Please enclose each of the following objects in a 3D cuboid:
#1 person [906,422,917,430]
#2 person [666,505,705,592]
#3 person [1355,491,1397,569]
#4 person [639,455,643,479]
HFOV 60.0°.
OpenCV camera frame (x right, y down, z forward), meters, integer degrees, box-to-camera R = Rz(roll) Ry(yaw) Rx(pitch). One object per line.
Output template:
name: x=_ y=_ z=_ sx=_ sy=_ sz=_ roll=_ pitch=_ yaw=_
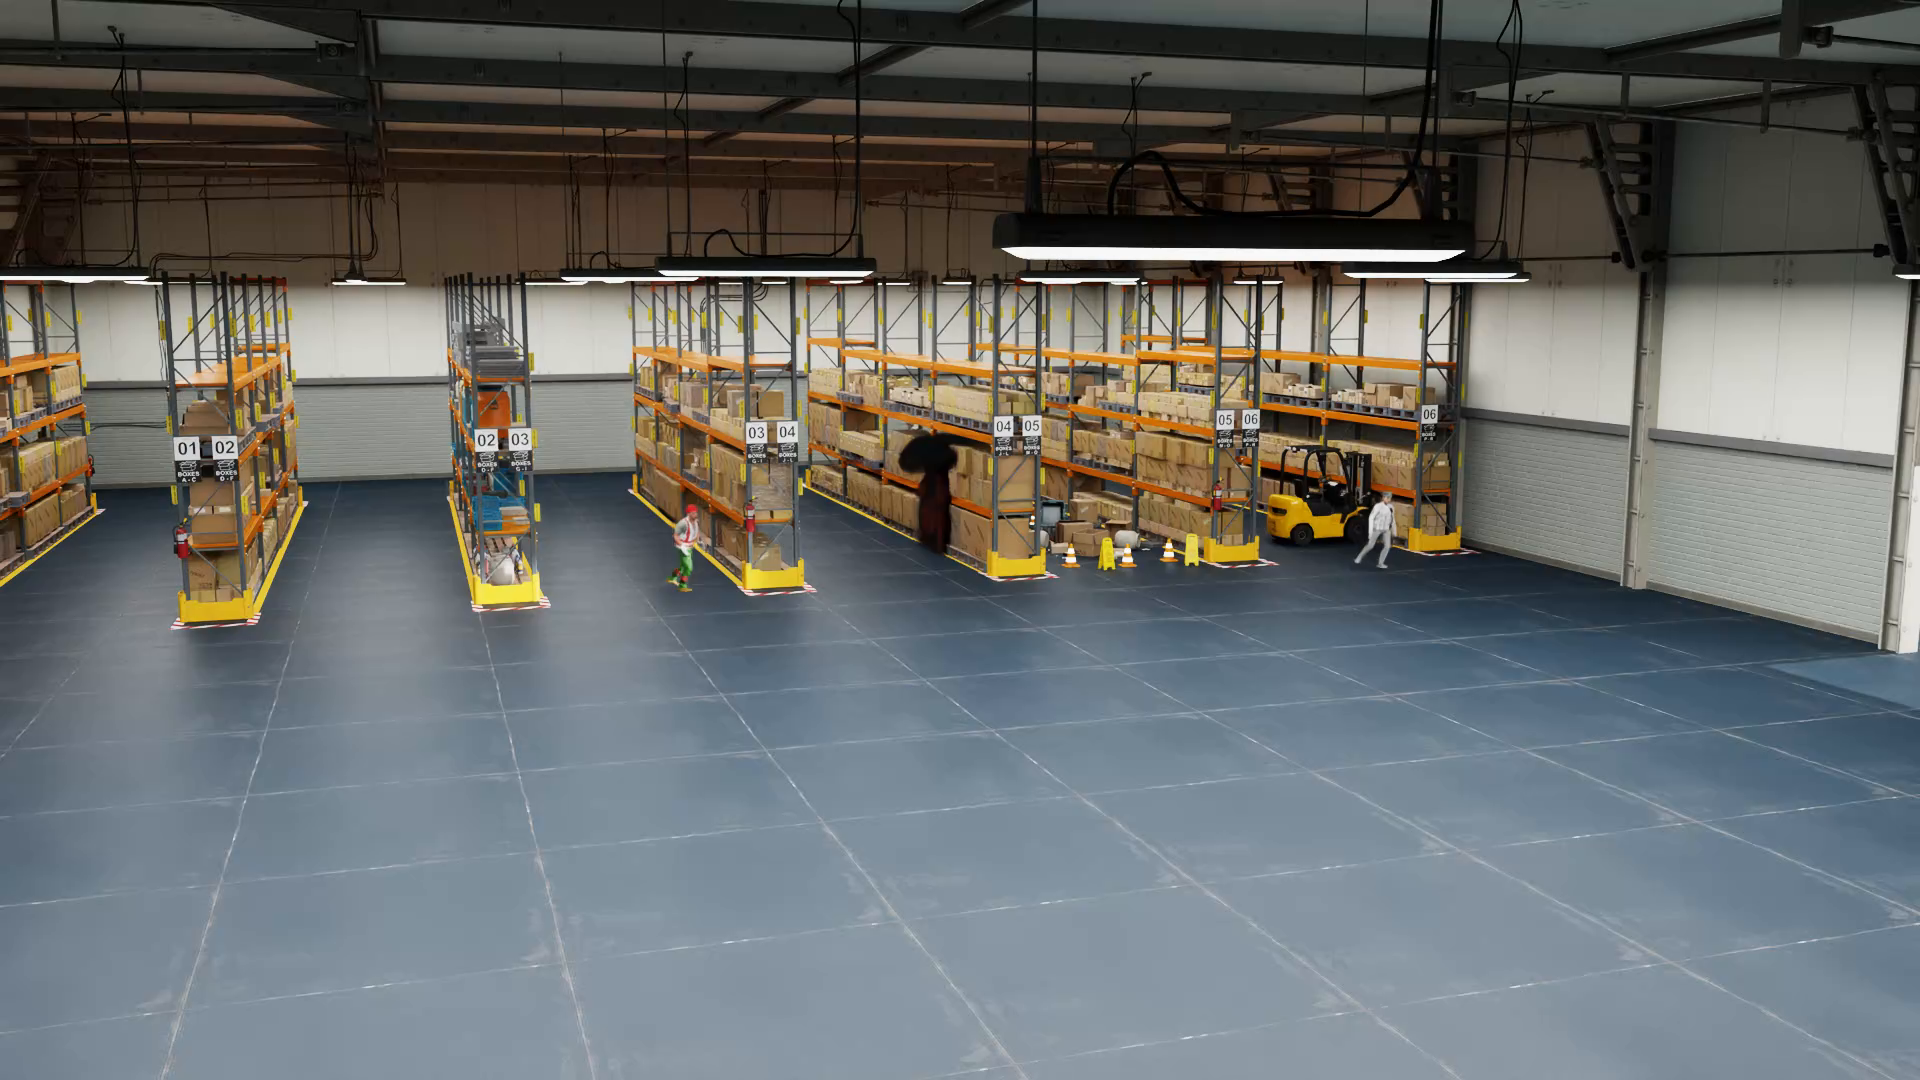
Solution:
person: x=-1.416 y=-2.933 z=51.602 sx=0.849 sy=1.810 sz=0.680 roll=-3 pitch=9 yaw=-19
person: x=-5.277 y=0.147 z=31.549 sx=0.876 sy=1.687 sz=0.618 roll=4 pitch=9 yaw=22
person: x=8.598 y=-0.237 z=34.287 sx=0.709 sy=1.608 sz=0.656 roll=-2 pitch=9 yaw=-14
person: x=-9.221 y=-2.500 z=48.836 sx=0.928 sy=1.695 sz=0.667 roll=6 pitch=11 yaw=36
